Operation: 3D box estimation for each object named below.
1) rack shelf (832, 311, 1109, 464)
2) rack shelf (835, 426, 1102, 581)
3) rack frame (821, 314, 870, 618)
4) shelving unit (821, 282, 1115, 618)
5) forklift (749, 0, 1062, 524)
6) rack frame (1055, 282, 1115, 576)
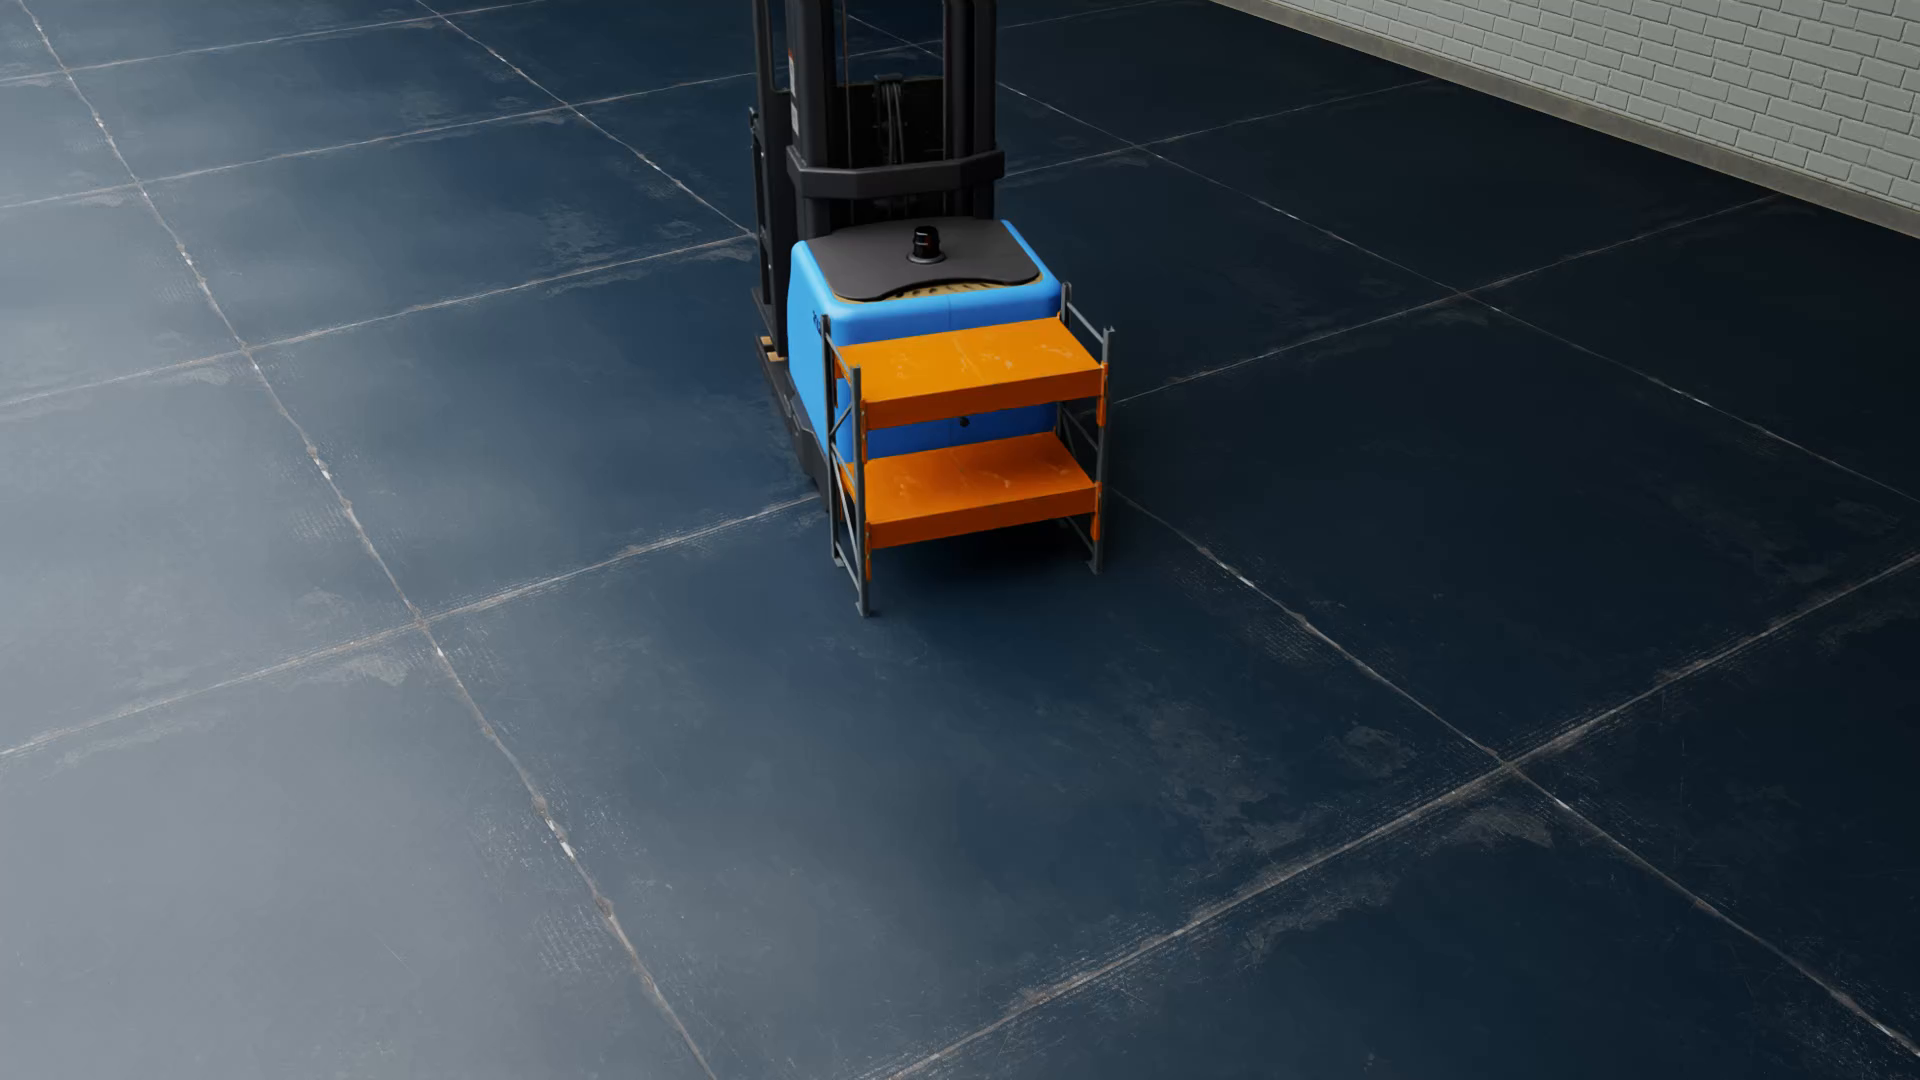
[{"bbox_3d":[0.025,-0.619,6.628,1.000,0.278,0.538,-10,34,-15],"label":"rack shelf"},{"bbox_3d":[0.025,-0.164,6.915,1.000,0.278,0.538,-10,34,-15],"label":"rack shelf"},{"bbox_3d":[-0.458,-0.287,6.651,0.032,1.125,0.500,-10,34,-15],"label":"rack frame"},{"bbox_3d":[0.025,-0.371,6.784,1.048,1.125,0.538,-10,34,-15],"label":"shelving unit"},{"bbox_3d":[-0.441,-2.086,7.810,1.130,2.935,3.031,-8,33,-13],"label":"forklift"},{"bbox_3d":[0.509,-0.455,6.917,0.032,1.125,0.500,-10,34,-15],"label":"rack frame"}]
